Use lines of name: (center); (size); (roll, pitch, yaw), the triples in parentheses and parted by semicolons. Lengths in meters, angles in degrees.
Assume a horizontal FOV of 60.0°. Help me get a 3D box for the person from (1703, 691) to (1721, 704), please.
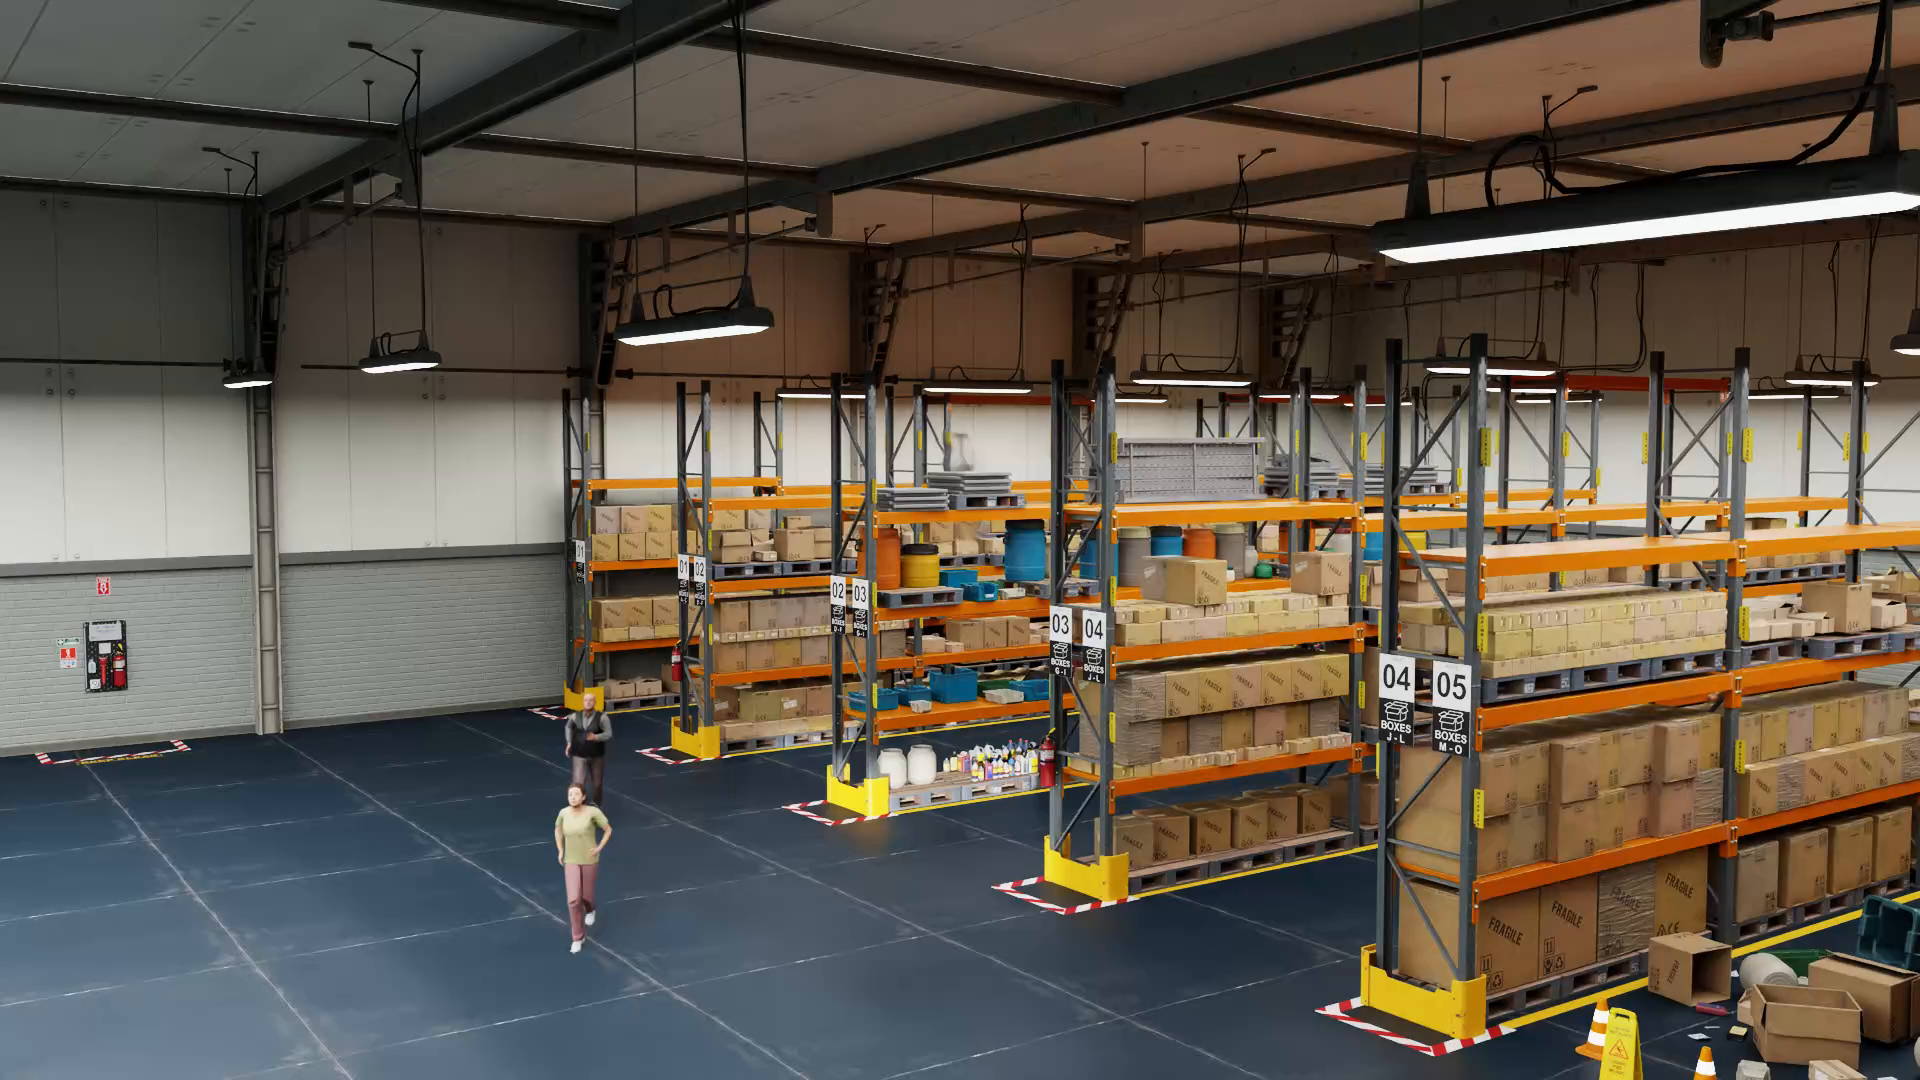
person: (10.422, 2.868, 22.994); (0.837, 1.701, 0.594); (-3, 5, -39)

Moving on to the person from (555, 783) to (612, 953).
person: (-3.812, 3.267, 16.853); (0.587, 1.687, 0.733); (0, 4, 1)

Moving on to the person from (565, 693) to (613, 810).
person: (-4.892, 2.939, 21.918); (0.630, 1.702, 0.764); (-1, 4, -9)
